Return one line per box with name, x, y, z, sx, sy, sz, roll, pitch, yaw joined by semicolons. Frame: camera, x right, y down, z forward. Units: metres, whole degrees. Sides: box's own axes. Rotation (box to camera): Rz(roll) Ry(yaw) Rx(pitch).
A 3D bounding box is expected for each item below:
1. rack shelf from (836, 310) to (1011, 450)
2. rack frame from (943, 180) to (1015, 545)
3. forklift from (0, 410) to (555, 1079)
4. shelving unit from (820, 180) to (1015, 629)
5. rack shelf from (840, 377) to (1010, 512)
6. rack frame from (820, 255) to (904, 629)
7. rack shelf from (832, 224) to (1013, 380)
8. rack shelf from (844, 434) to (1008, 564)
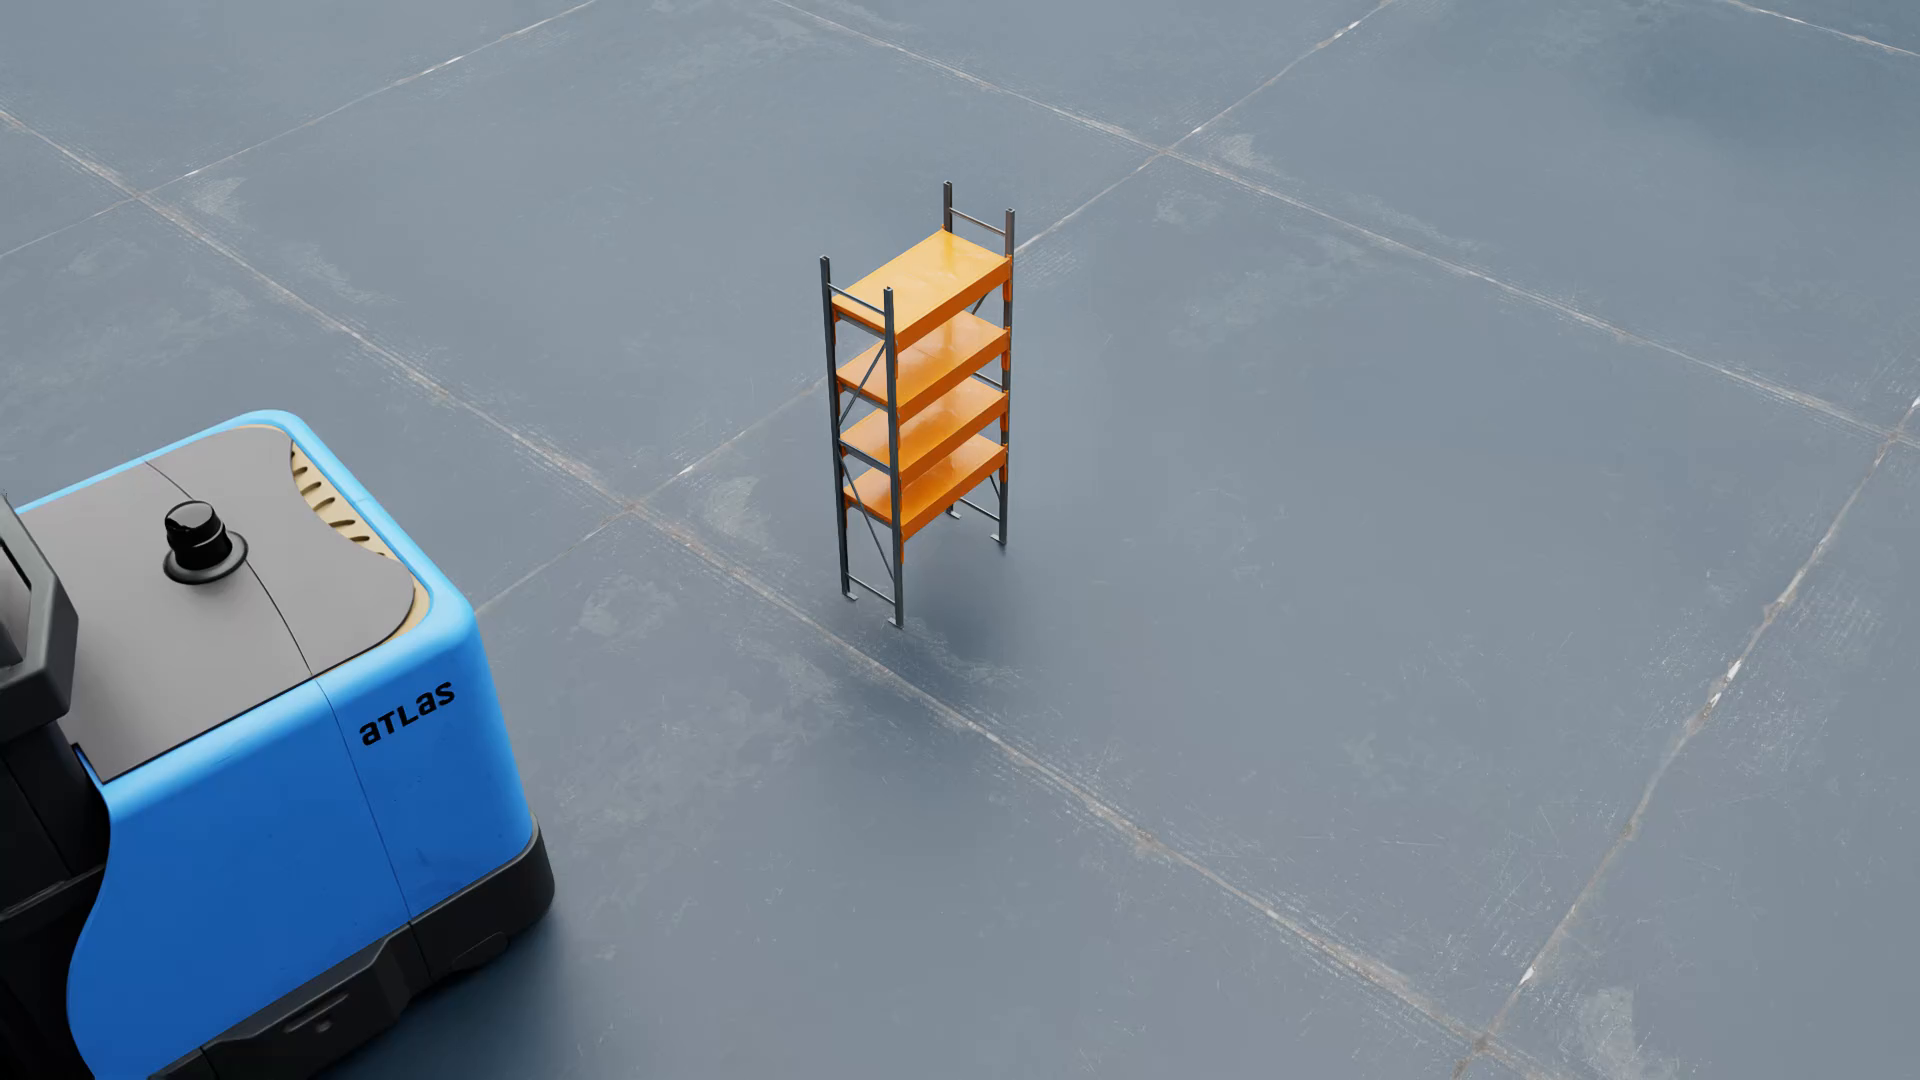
rack shelf;-0.107;-0.474;4.647;0.258;0.148;0.480;29;50;28
rack frame;0.051;-0.484;4.891;0.240;1.200;0.015;29;50;28
forklift;-2.463;0.260;2.785;3.031;2.935;1.130;-30;50;-29
shelving unit;-0.107;-0.359;4.753;0.258;1.200;0.503;29;50;28
rack shelf;-0.107;-0.309;4.798;0.258;0.148;0.480;29;50;28
rack frame;-0.264;-0.233;4.614;0.240;1.200;0.015;29;50;28
rack shelf;-0.107;-0.649;4.488;0.258;0.148;0.480;29;50;28
rack shelf;-0.107;-0.162;4.931;0.258;0.148;0.480;29;50;28
